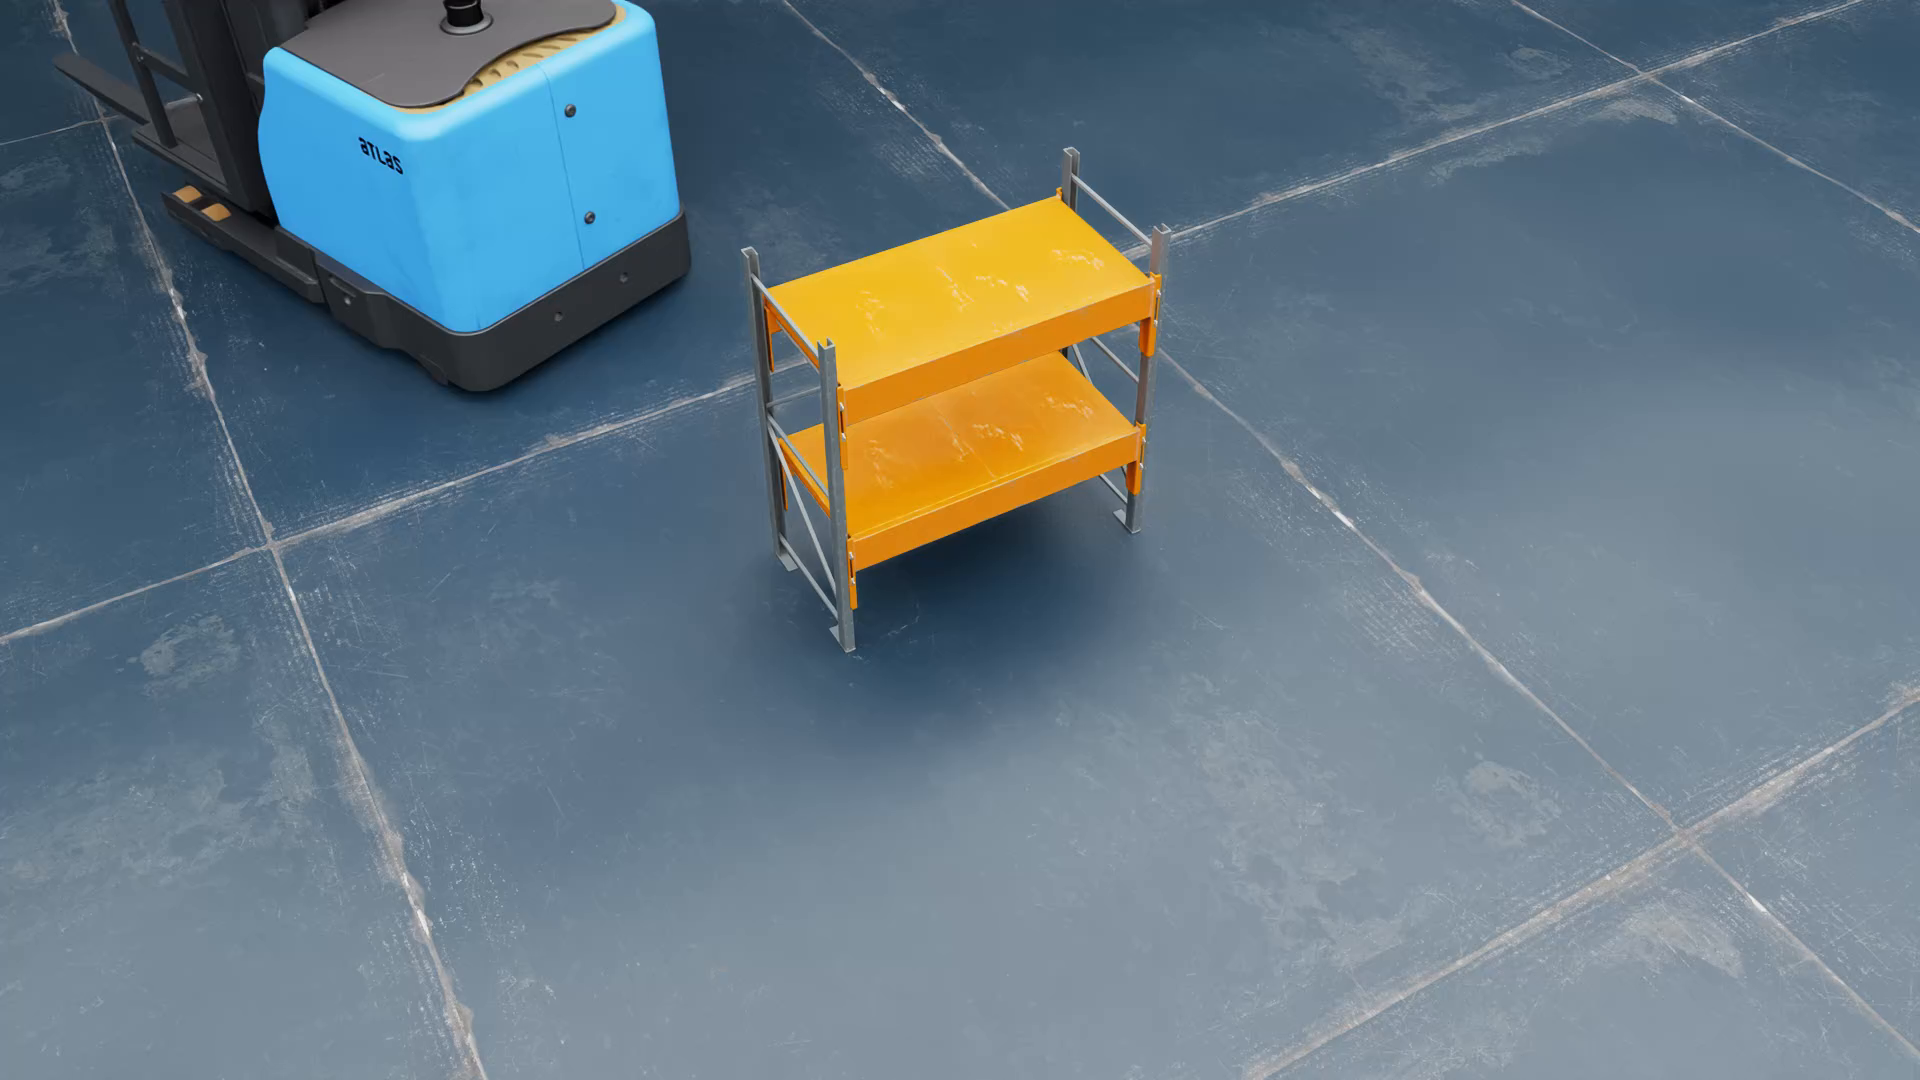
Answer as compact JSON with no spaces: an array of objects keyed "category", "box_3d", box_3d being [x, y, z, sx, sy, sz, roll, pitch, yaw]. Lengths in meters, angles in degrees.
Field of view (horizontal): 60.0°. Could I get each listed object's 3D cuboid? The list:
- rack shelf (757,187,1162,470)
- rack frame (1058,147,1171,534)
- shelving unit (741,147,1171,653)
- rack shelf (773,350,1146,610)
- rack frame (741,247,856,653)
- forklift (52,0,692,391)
[{"category":"rack shelf","box_3d":[-0.006,-0.611,4.652,1.000,0.278,0.538,-22,48,-21]},{"category":"rack frame","box_3d":[0.435,-0.578,5.038,0.032,1.125,0.500,-22,48,-21]},{"category":"shelving unit","box_3d":[-0.006,-0.401,4.856,1.048,1.125,0.538,-22,48,-21]},{"category":"rack shelf","box_3d":[-0.006,-0.226,5.026,1.000,0.278,0.538,-22,48,-21]},{"category":"rack frame","box_3d":[-0.447,-0.225,4.674,0.032,1.125,0.500,-22,48,-21]},{"category":"forklift","box_3d":[-2.459,-2.429,5.649,3.031,2.935,1.130,30,52,27]}]
